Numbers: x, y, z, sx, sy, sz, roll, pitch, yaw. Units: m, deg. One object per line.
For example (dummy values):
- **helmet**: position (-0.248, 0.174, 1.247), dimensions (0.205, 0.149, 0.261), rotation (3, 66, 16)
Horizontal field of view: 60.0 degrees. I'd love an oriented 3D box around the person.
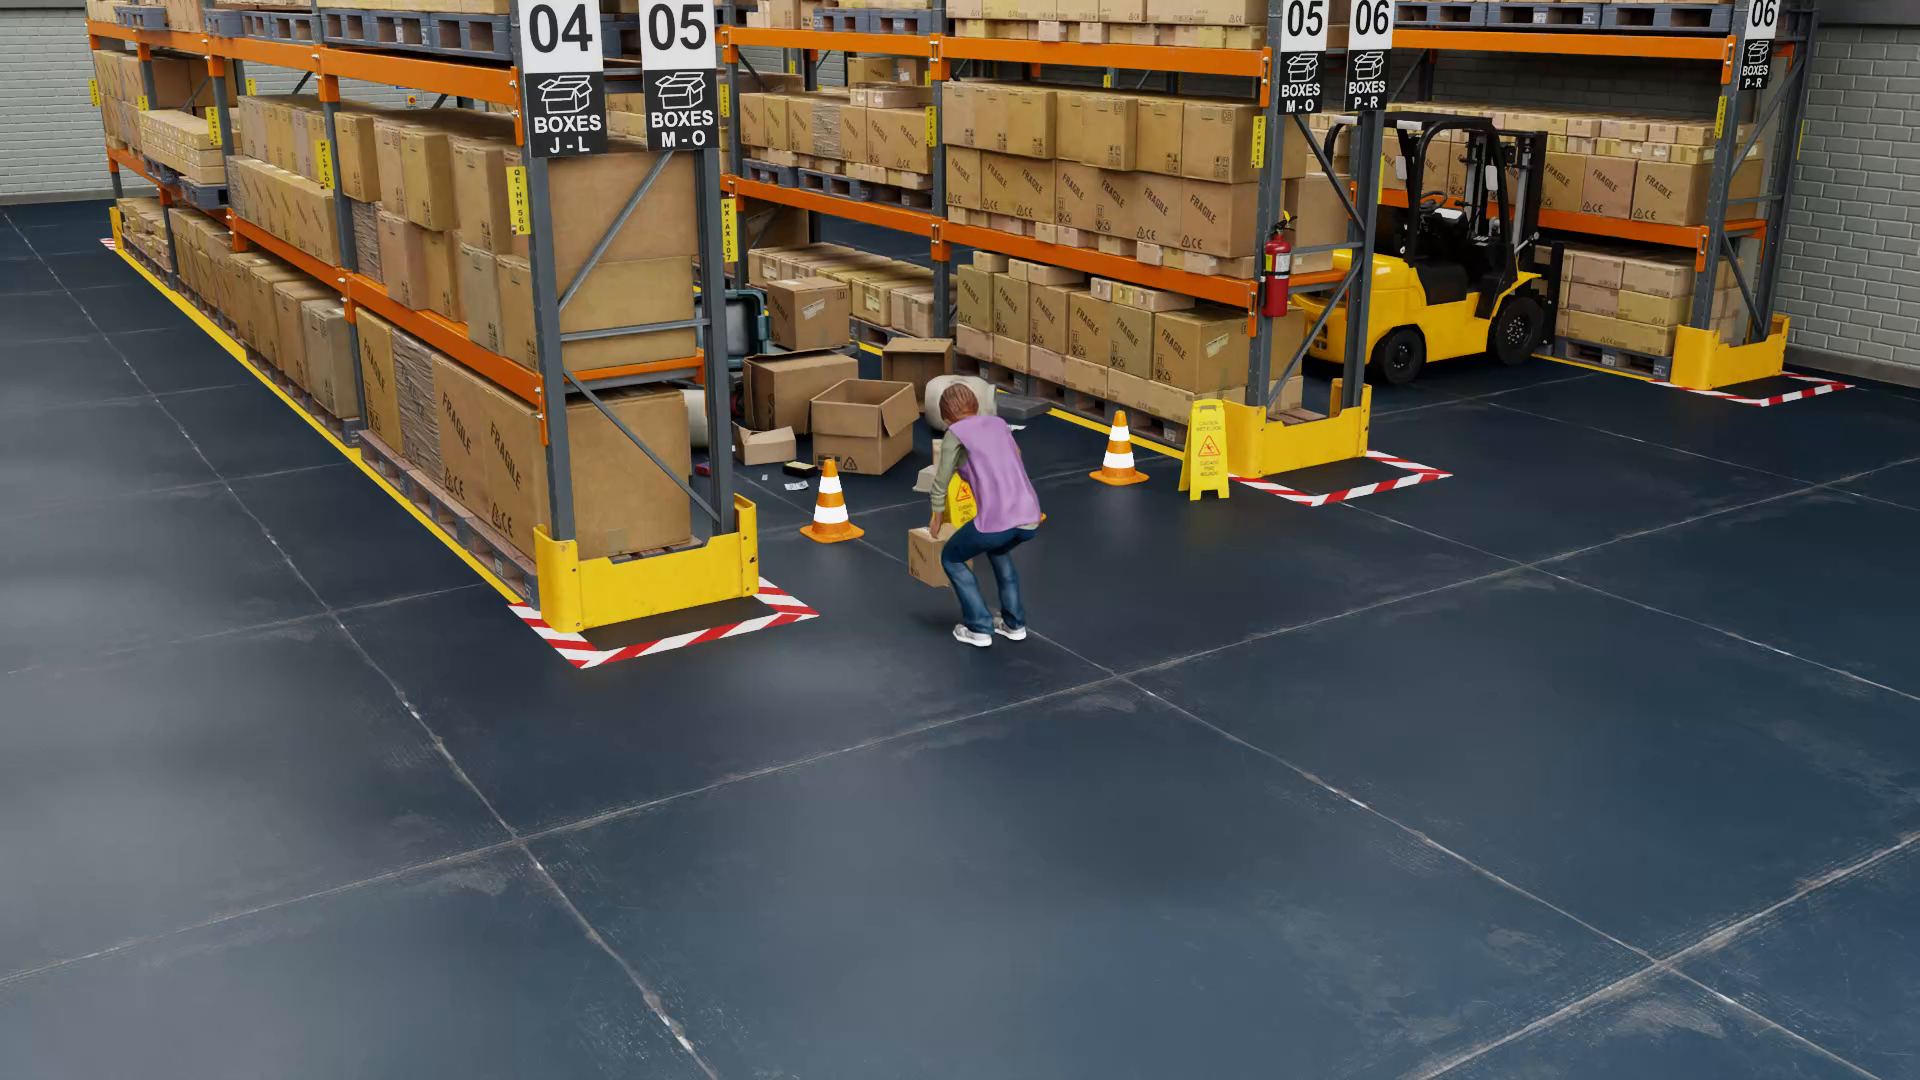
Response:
- **person**: position (0.109, -0.089, 8.394), dimensions (0.463, 1.256, 0.656), rotation (-12, 22, -31)
